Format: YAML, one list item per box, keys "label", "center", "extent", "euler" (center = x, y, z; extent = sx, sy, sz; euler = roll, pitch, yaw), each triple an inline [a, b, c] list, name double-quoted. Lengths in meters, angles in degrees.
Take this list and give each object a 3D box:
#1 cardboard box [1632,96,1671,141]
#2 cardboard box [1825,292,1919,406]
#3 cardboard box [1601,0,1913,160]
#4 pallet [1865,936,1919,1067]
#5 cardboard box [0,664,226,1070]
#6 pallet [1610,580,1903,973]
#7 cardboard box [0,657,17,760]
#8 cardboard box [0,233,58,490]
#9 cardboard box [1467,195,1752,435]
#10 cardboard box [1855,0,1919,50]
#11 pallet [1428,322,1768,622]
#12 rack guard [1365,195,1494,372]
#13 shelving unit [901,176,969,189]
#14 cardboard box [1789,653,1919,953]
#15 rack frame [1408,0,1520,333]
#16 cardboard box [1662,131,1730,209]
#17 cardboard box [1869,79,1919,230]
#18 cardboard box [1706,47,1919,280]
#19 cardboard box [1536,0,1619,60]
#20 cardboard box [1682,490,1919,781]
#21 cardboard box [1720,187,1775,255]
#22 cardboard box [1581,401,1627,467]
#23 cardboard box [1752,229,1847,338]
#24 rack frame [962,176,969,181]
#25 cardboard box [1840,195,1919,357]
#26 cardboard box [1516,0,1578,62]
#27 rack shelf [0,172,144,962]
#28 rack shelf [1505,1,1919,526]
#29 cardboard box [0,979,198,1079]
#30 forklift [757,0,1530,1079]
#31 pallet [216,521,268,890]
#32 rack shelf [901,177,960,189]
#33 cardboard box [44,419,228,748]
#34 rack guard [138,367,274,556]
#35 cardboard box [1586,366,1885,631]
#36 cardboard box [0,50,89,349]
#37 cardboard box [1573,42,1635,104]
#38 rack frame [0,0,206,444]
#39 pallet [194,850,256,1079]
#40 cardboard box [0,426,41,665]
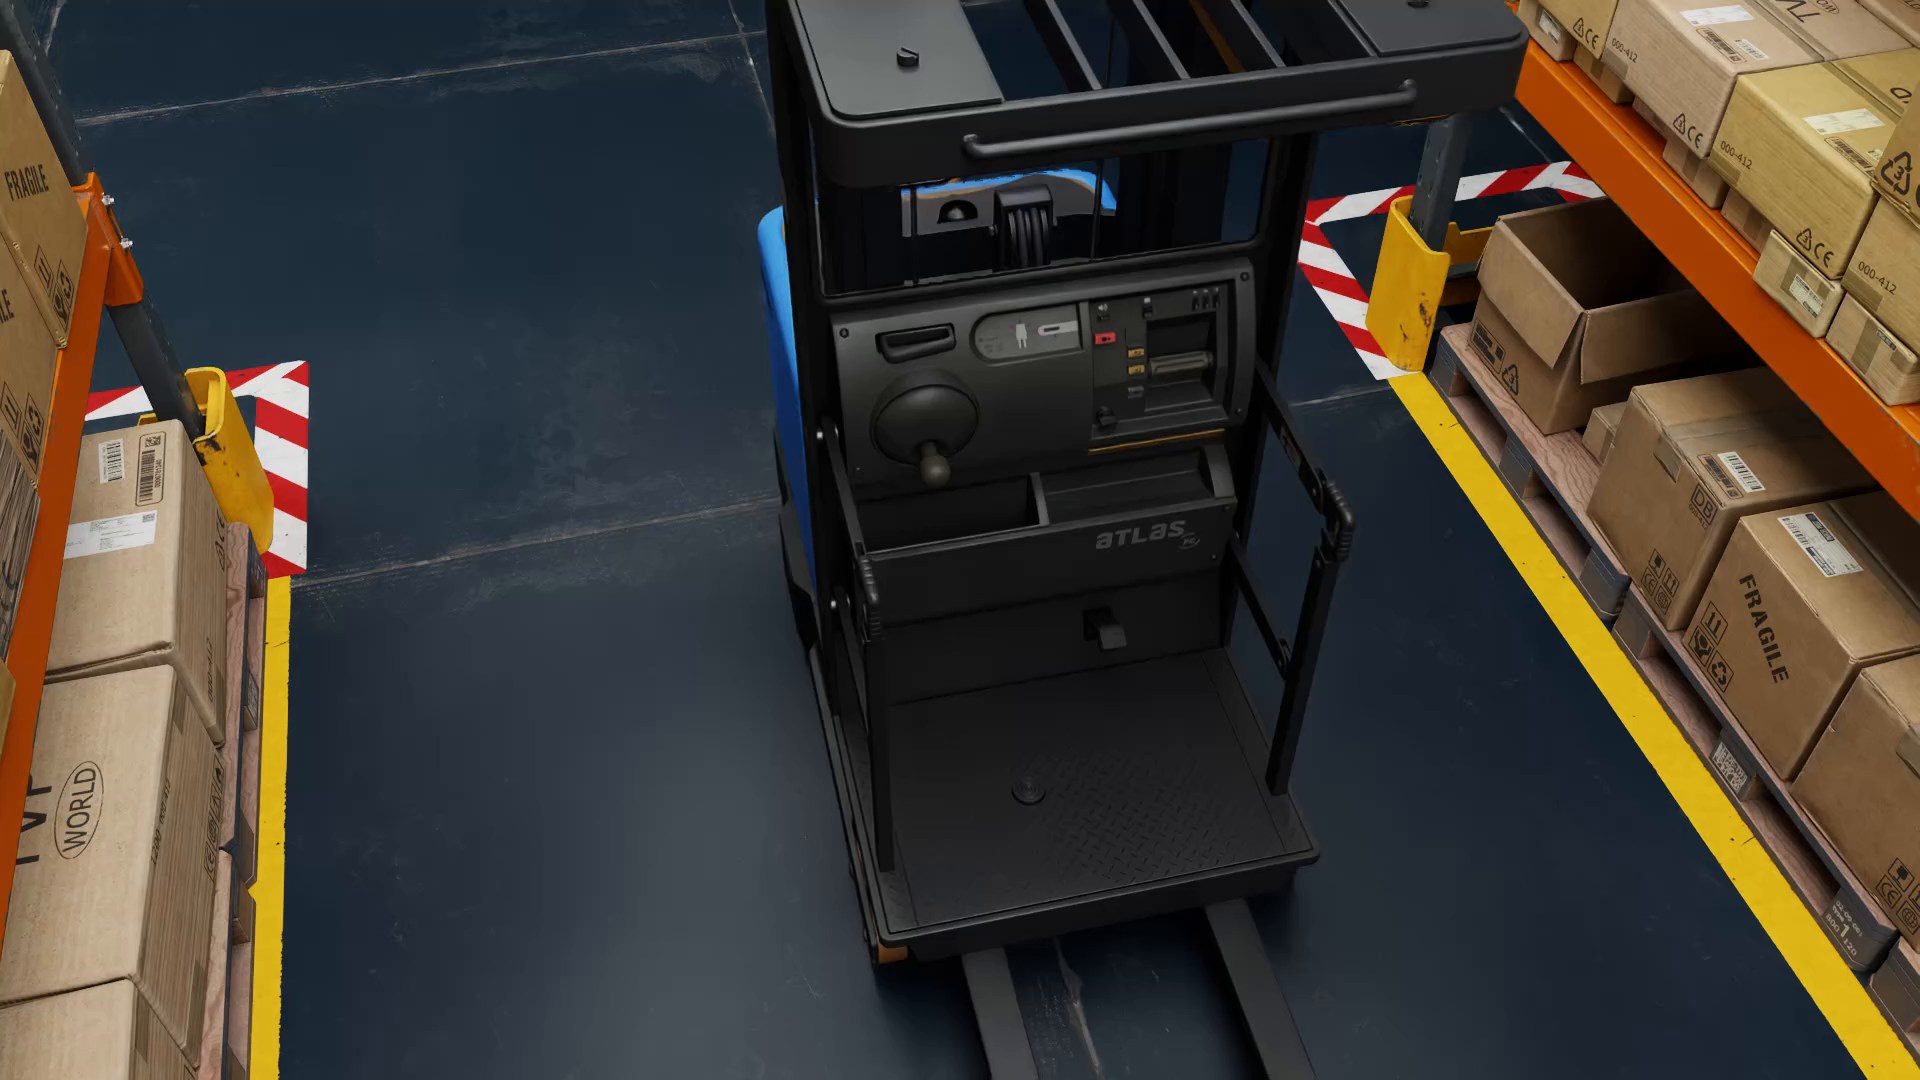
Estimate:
- label: "cardboard box"
  center: [2.070, -1.198, 4.500]
  extent: [0.380, 0.149, 0.250]
  euler: [-11, 47, -11]
- label: "cardboard box"
  center: [2.228, -0.464, 3.781]
  extent: [0.380, 0.149, 0.250]
  euler: [-10, 46, -9]
- label: "cardboard box"
  center: [2.026, -1.247, 4.268]
  extent: [0.500, 0.250, 0.500]
  euler: [-10, 46, -10]
- label: "pallet"
  center: [2.890, 1.358, 3.772]
  extent: [1.003, 0.211, 1.213]
  euler: [-11, 47, -10]
- label: "cardboard box"
  center: [-2.249, 0.822, 3.844]
  extent: [0.875, 0.438, 0.875]
  euler: [-10, 46, -9]
- label: "pallet"
  center: [2.574, 0.514, 4.599]
  extent: [1.003, 0.211, 1.213]
  euler: [-11, 47, -10]
- label: "cardboard box"
  center: [-1.977, 0.311, 2.775]
  extent: [0.500, 0.500, 0.500]
  euler: [-9, 46, -9]
- label: "cardboard box"
  center: [-2.263, -0.397, 3.469]
  extent: [0.500, 0.500, 0.500]
  euler: [-12, 47, -11]
- label: "cardboard box"
  center: [2.106, -0.739, 5.328]
  extent: [0.797, 0.503, 0.637]
  euler: [-12, 47, -12]
- label: "cardboard box"
  center: [2.546, -1.332, 4.352]
  extent: [0.500, 0.250, 0.500]
  euler: [-11, 47, -10]
- label: "pallet"
  center: [2.265, -0.327, 5.423]
  extent: [1.003, 0.211, 1.213]
  euler: [-11, 47, -10]
- label: "rack guard"
  center: [2.060, -0.978, 5.859]
  extent: [1.175, 0.500, 0.348]
  euler: [-11, 47, -10]
- label: "shelving unit"
  center: [-0.112, -0.782, 5.176]
  extent: [0.258, 1.200, 0.189]
  euler: [-9, 46, -9]
- label: "cardboard box"
  center: [2.553, 0.576, 4.042]
  extent: [0.700, 0.500, 0.500]
  euler: [-12, 47, -12]
- label: "rack frame"
  center: [2.041, -1.906, 5.017]
  extent: [1.000, 3.000, 0.127]
  euler: [-11, 47, -10]
- label: "cardboard box"
  center: [2.076, -1.013, 4.318]
  extent: [0.380, 0.149, 0.250]
  euler: [-9, 46, -9]
- label: "cardboard box"
  center: [2.281, -0.822, 3.327]
  extent: [0.500, 0.500, 0.500]
  euler: [-10, 46, -9]
- label: "cardboard box"
  center: [2.159, -0.897, 3.926]
  extent: [0.500, 0.250, 0.500]
  euler: [-12, 47, -11]
- label: "cardboard box"
  center: [1.896, -1.595, 4.609]
  extent: [0.500, 0.250, 0.500]
  euler: [-10, 47, -10]
- label: "cardboard box"
  center: [2.326, 0.242, 4.368]
  extent: [0.500, 0.500, 0.500]
  euler: [-10, 46, -10]
- label: "cardboard box"
  center: [2.149, -0.830, 4.140]
  extent: [0.380, 0.149, 0.250]
  euler: [-10, 46, -10]
- label: "cardboard box"
  center: [2.177, -0.315, 5.160]
  extent: [0.380, 0.149, 0.250]
  euler: [-12, 47, -12]
- label: "cardboard box"
  center: [2.141, -0.642, 3.955]
  extent: [0.380, 0.149, 0.250]
  euler: [-12, 47, -11]
- label: "rack frame"
  center: [-0.092, -0.718, 5.113]
  extent: [0.240, 1.200, 0.006]
  euler: [-9, 46, -9]
- label: "cardboard box"
  center: [2.310, -0.548, 3.584]
  extent: [0.500, 0.250, 0.500]
  euler: [-12, 47, -11]
- label: "cardboard box"
  center: [1.860, -1.541, 4.836]
  extent: [0.380, 0.149, 0.250]
  euler: [-11, 47, -11]
- label: "rack shelf"
  center: [-2.245, 0.637, 3.029]
  extent: [1.077, 0.370, 4.000]
  euler: [-11, 47, -10]
- label: "rack shelf"
  center: [2.553, -0.273, 3.921]
  extent: [1.077, 0.370, 4.000]
  euler: [-11, 47, -10]
- label: "cardboard box"
  center: [-2.019, 1.445, 3.234]
  extent: [0.875, 0.438, 0.875]
  euler: [-12, 47, -11]
- label: "forklift"
  center: [0.243, -0.264, 3.457]
  extent: [1.130, 2.935, 3.031]
  euler: [-9, 46, -9]
- label: "pallet"
  center: [-2.476, 0.518, 4.594]
  extent: [1.003, 0.211, 1.213]
  euler: [-11, 47, -10]
- label: "rack shelf"
  center: [-0.112, -1.002, 4.950]
  extent: [0.258, 0.103, 0.180]
  euler: [-9, 46, -9]
- label: "cardboard box"
  center: [-2.491, 0.192, 4.462]
  extent: [0.875, 0.438, 0.875]
  euler: [-12, 47, -12]
- label: "rack guard"
  center: [-2.763, -0.137, 5.034]
  extent: [1.175, 0.500, 0.348]
  euler: [-11, 47, -10]
- label: "cardboard box"
  center: [2.287, -0.141, 4.744]
  extent: [0.700, 0.500, 0.500]
  euler: [-9, 46, -9]
- label: "cardboard box"
  center: [-2.377, -0.746, 3.811]
  extent: [0.500, 0.500, 0.500]
  euler: [-10, 47, -10]
- label: "cardboard box"
  center: [1.969, -1.374, 4.672]
  extent: [0.380, 0.149, 0.250]
  euler: [-10, 46, -9]
- label: "rack frame"
  center: [-2.757, -0.996, 4.125]
  extent: [1.000, 3.000, 0.127]
  euler: [-11, 47, -10]
- label: "pallet"
  center: [-2.168, 1.359, 3.771]
  extent: [1.003, 0.211, 1.213]
  euler: [-11, 47, -10]
- label: "cardboard box"
  center: [-2.122, -0.043, 3.122]
  extent: [0.500, 0.500, 0.500]
  euler: [-9, 46, -9]
